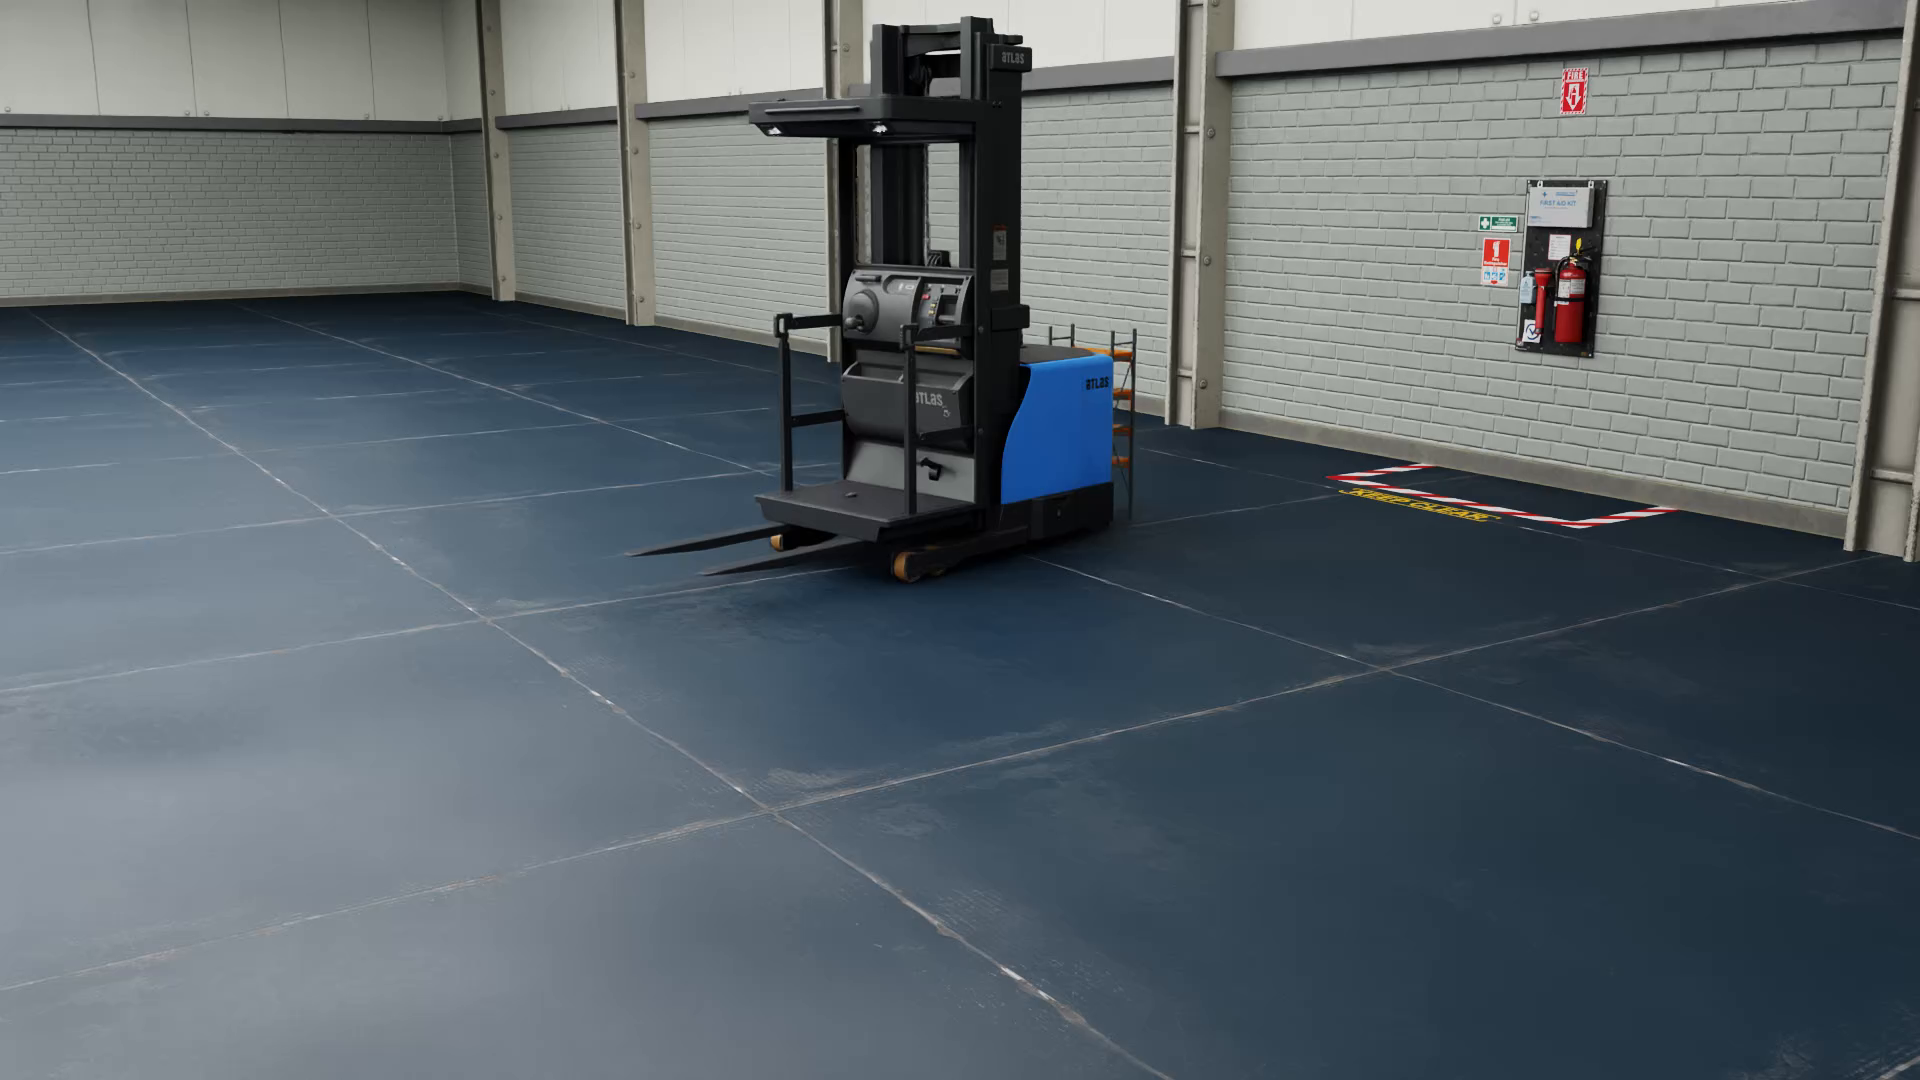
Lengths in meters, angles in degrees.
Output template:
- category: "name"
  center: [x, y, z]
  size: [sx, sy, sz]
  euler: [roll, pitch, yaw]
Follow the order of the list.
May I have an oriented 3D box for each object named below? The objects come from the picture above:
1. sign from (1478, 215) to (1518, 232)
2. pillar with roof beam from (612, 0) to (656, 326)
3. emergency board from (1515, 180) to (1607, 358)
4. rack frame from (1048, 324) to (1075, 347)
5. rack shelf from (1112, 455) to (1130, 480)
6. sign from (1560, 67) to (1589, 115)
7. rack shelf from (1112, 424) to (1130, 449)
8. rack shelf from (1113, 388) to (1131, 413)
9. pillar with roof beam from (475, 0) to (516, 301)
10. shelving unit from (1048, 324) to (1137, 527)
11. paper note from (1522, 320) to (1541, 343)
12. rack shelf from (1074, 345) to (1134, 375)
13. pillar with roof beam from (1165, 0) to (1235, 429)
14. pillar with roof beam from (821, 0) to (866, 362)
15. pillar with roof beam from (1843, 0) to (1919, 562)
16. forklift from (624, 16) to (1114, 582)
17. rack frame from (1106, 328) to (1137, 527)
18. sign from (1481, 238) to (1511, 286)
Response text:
- category: "sign"
  center: [3.778, -2.223, 11.681]
  size: [0.001, 0.109, 0.331]
  euler: [-8, 15, -33]
- category: "pillar with roof beam"
  center: [-8.215, -7.016, 20.882]
  size: [9.100, 9.000, 0.400]
  euler: [-8, 15, -33]
- category: "emergency board"
  center: [4.004, -1.838, 11.245]
  size: [0.194, 1.169, 0.643]
  euler: [-8, 15, -33]
- category: "rack frame"
  center: [0.633, -0.757, 10.515]
  size: [0.015, 1.200, 0.240]
  euler: [11, 17, 42]
- category: "rack shelf"
  center: [0.811, -0.462, 10.408]
  size: [0.480, 0.148, 0.258]
  euler: [11, 17, 42]
- category: "sign"
  center: [4.082, -2.984, 11.057]
  size: [0.001, 0.298, 0.199]
  euler: [-8, 15, -33]
- category: "rack shelf"
  center: [0.811, -0.656, 10.366]
  size: [0.480, 0.148, 0.258]
  euler: [11, 17, 42]
- category: "rack shelf"
  center: [0.812, -0.875, 10.319]
  size: [0.480, 0.148, 0.258]
  euler: [11, 17, 42]
- category: "pillar with roof beam"
  center: [-11.540, -8.083, 25.762]
  size: [9.100, 9.000, 0.400]
  euler: [-8, 15, -33]
- category: "shelving unit"
  center: [0.811, -0.722, 10.352]
  size: [0.503, 1.200, 0.258]
  euler: [11, 17, 42]
- category: "paper note"
  center: [3.963, -1.447, 11.520]
  size: [0.016, 0.148, 0.142]
  euler: [-8, 15, -33]
- category: "rack shelf"
  center: [0.812, -1.106, 10.269]
  size: [0.480, 0.148, 0.258]
  euler: [11, 17, 42]
- category: "pillar with roof beam"
  center: [-1.567, -4.882, 11.123]
  size: [9.100, 9.000, 0.400]
  euler: [-8, 15, -33]
- category: "pillar with roof beam"
  center: [-4.891, -5.949, 16.002]
  size: [9.100, 9.000, 0.400]
  euler: [-8, 15, -33]
- category: "pillar with roof beam"
  center: [1.757, -3.815, 6.243]
  size: [9.100, 9.000, 0.400]
  euler: [-8, 15, -33]
- category: "forklift"
  center: [-0.442, -1.331, 9.087]
  size: [1.130, 2.935, 3.031]
  euler: [11, 17, 42]
- category: "rack frame"
  center: [0.990, -0.686, 10.189]
  size: [0.015, 1.200, 0.240]
  euler: [11, 17, 42]
- category: "sign"
  center: [3.783, -1.966, 11.746]
  size: [0.001, 0.329, 0.234]
  euler: [-8, 15, -33]
